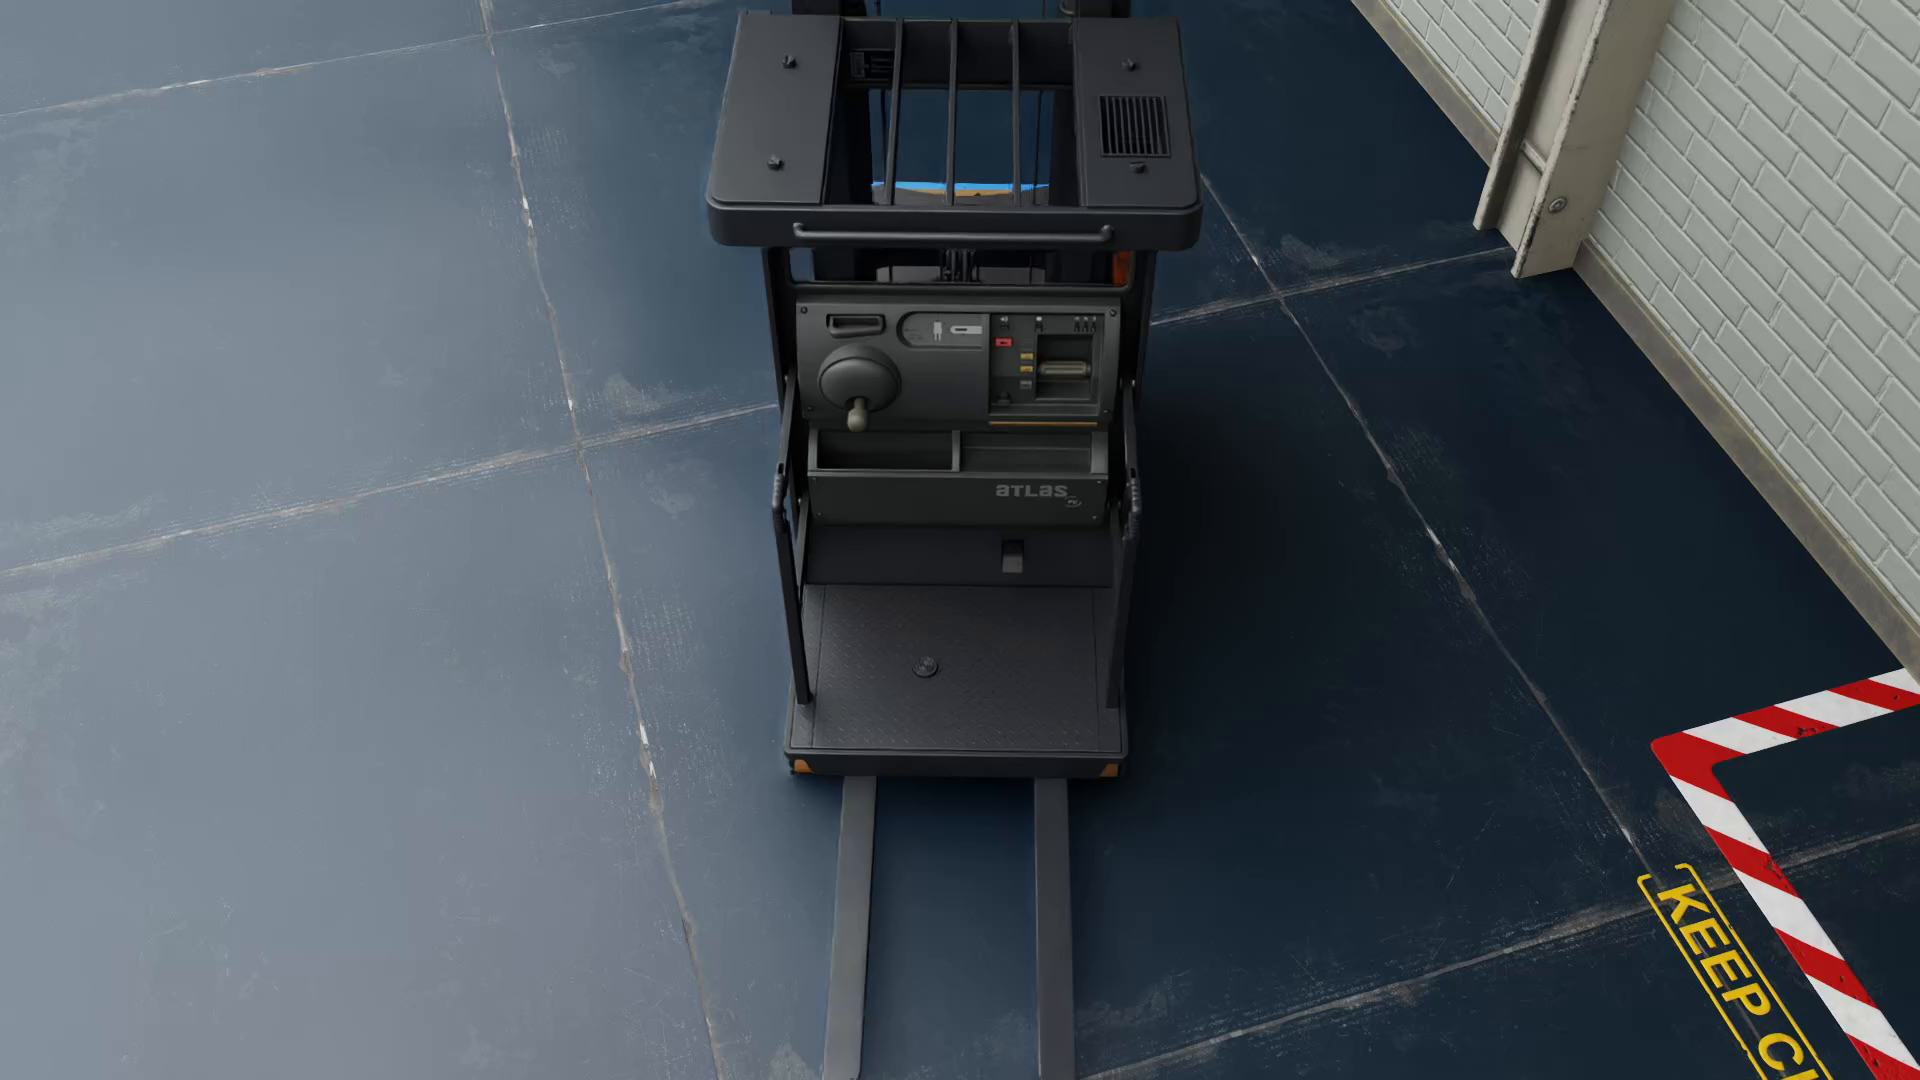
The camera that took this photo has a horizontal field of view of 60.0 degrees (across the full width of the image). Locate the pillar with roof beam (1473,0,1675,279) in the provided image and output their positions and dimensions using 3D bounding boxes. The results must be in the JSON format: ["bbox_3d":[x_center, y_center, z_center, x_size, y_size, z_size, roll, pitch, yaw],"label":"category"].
[{"bbox_3d":[-1.613,-3.238,3.094,9.100,9.000,0.400,-13,51,-11],"label":"pillar with roof beam"}]

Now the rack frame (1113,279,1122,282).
[{"bbox_3d":[0.550,-0.986,6.296,0.240,1.200,0.006,16,52,13],"label":"rack frame"}]

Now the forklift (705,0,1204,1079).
[{"bbox_3d":[-0.006,-0.403,4.672,1.130,2.935,3.031,1,50,1],"label":"forklift"}]

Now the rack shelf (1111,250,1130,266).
[{"bbox_3d":[0.582,-1.100,6.294,0.258,0.103,0.180,16,52,13],"label":"rack shelf"}]

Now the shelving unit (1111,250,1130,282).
[{"bbox_3d":[0.582,-1.051,6.351,0.258,1.200,0.189,16,52,13],"label":"shelving unit"}]

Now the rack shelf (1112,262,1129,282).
[{"bbox_3d":[0.582,-1.023,6.385,0.258,0.103,0.180,16,52,13],"label":"rack shelf"}]
